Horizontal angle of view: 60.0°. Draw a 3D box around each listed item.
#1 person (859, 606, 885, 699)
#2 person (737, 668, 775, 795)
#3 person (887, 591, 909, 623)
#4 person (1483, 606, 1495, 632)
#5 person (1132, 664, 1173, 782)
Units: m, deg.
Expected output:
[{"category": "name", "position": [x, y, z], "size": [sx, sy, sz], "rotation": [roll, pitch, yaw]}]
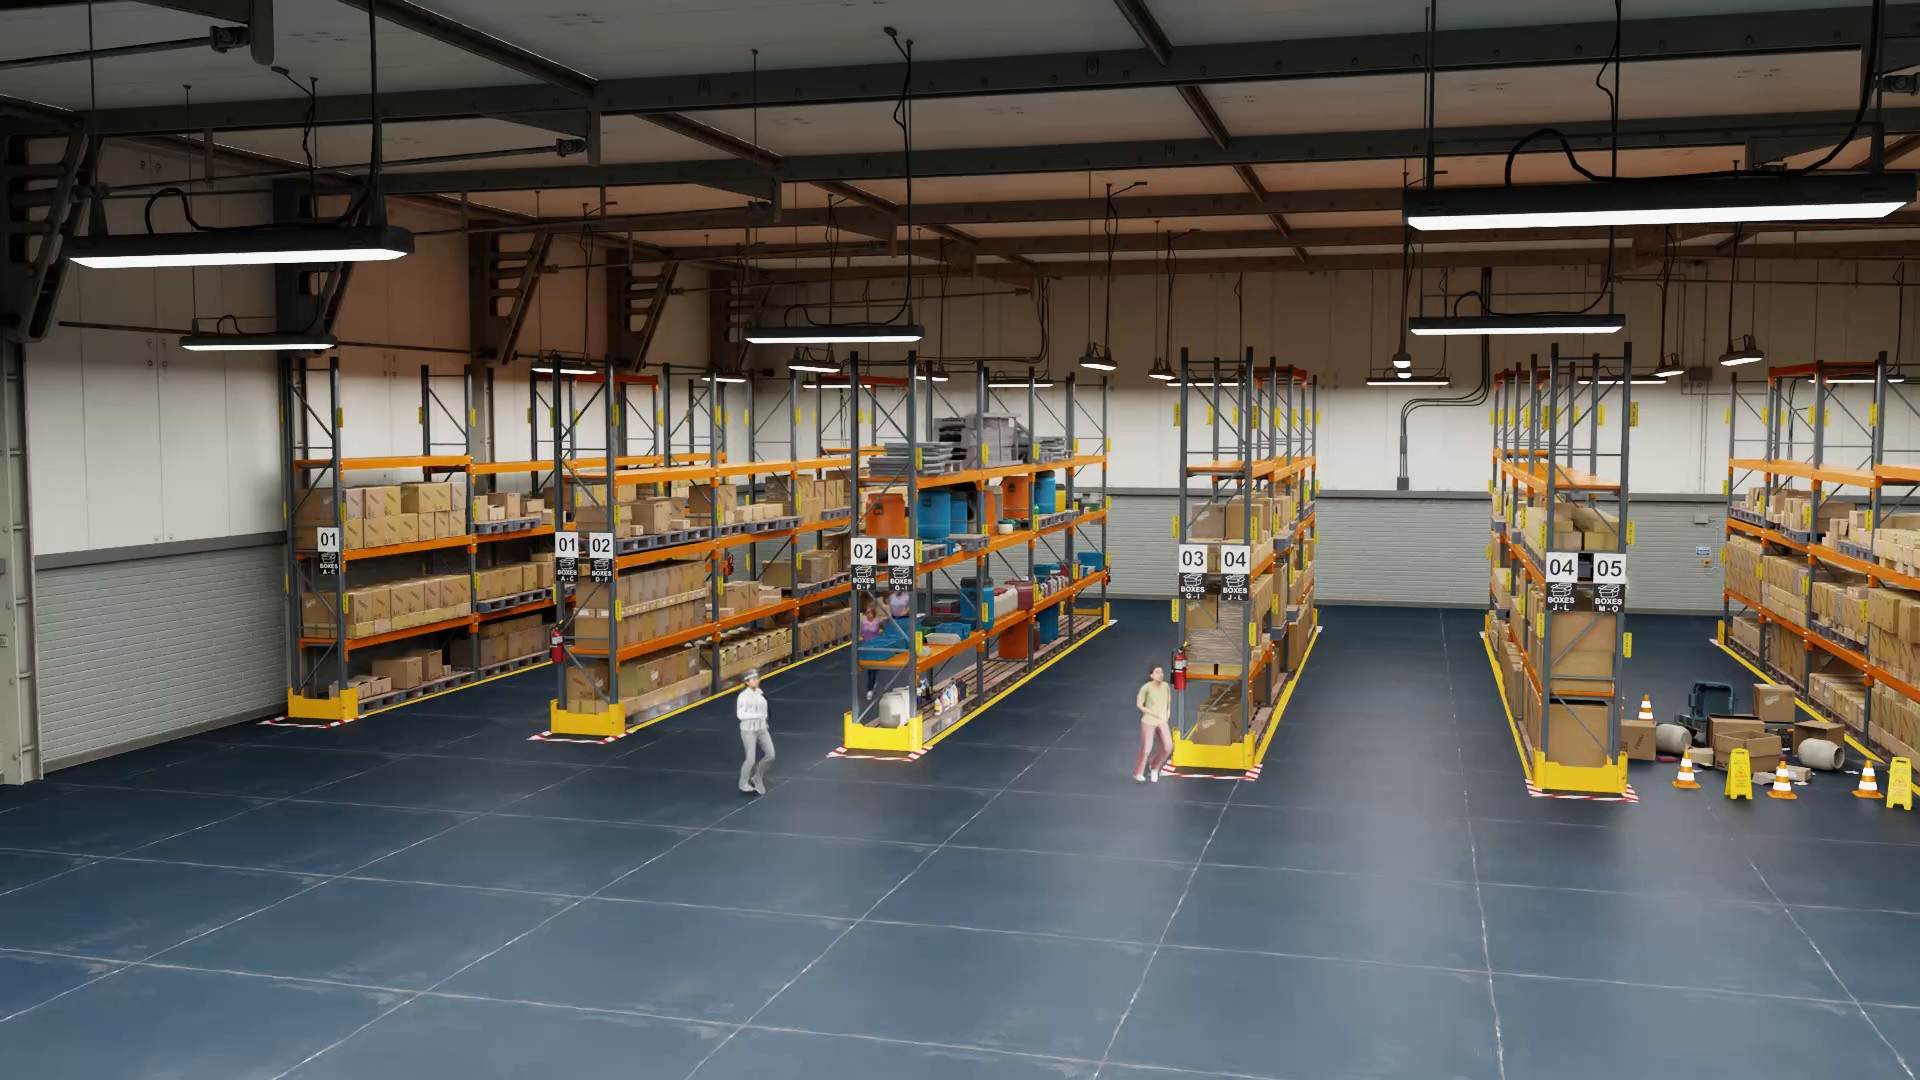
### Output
[{"category": "person", "position": [-1.599, 1.990, 29.803], "size": [0.531, 1.607, 0.838], "rotation": [1, 4, 12]}, {"category": "person", "position": [-2.692, 2.546, 22.052], "size": [0.628, 1.703, 0.595], "rotation": [4, 6, 42]}, {"category": "person", "position": [-1.225, 1.690, 33.965], "size": [0.617, 1.637, 0.837], "rotation": [1, 4, 10]}, {"category": "person", "position": [12.654, 1.342, 38.765], "size": [0.800, 1.672, 0.659], "rotation": [0, 4, 2]}, {"category": "person", "position": [2.677, 2.501, 22.716], "size": [0.608, 1.629, 0.647], "rotation": [-2, 4, -20]}]
